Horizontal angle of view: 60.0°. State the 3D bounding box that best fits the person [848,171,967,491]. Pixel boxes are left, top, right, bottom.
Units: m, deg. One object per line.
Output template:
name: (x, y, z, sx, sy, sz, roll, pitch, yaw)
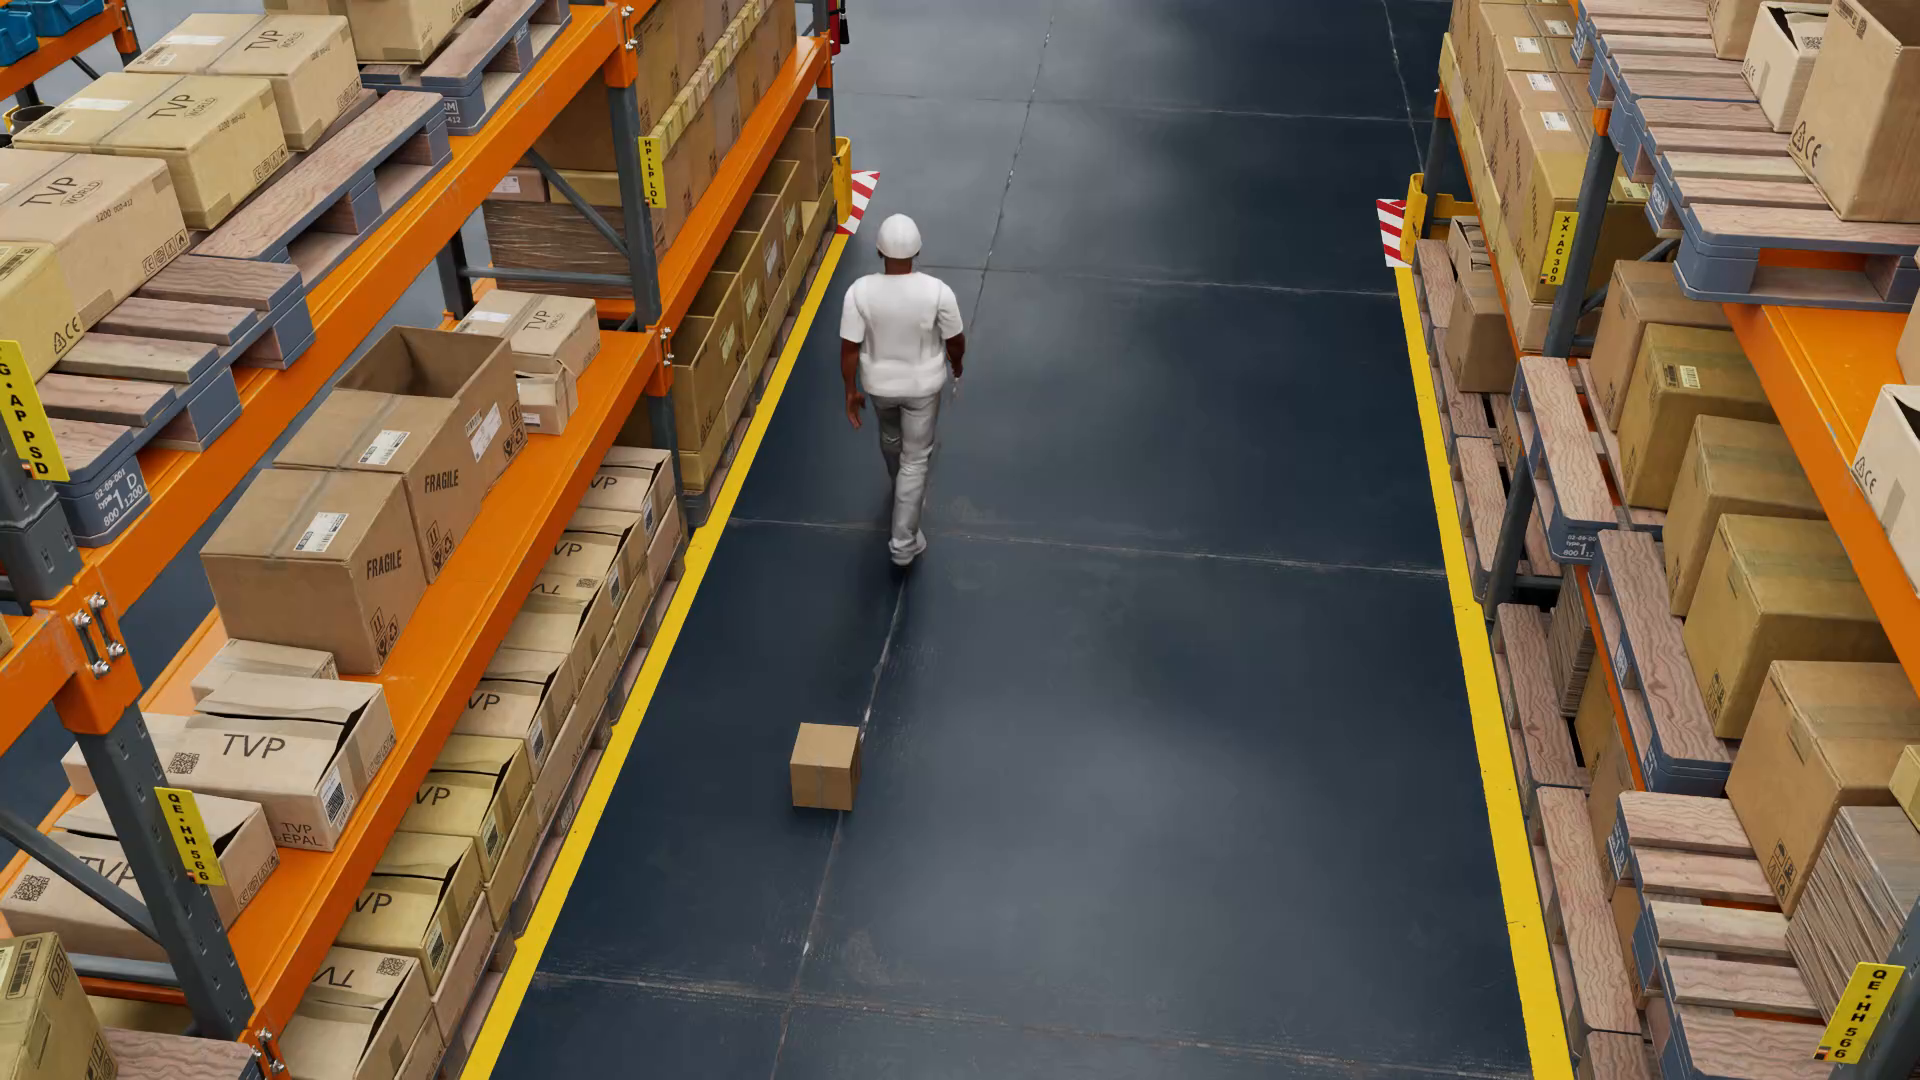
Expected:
person: (-0.256, -1.023, 8.382, 0.592, 1.755, 0.528, 6, 36, 9)
